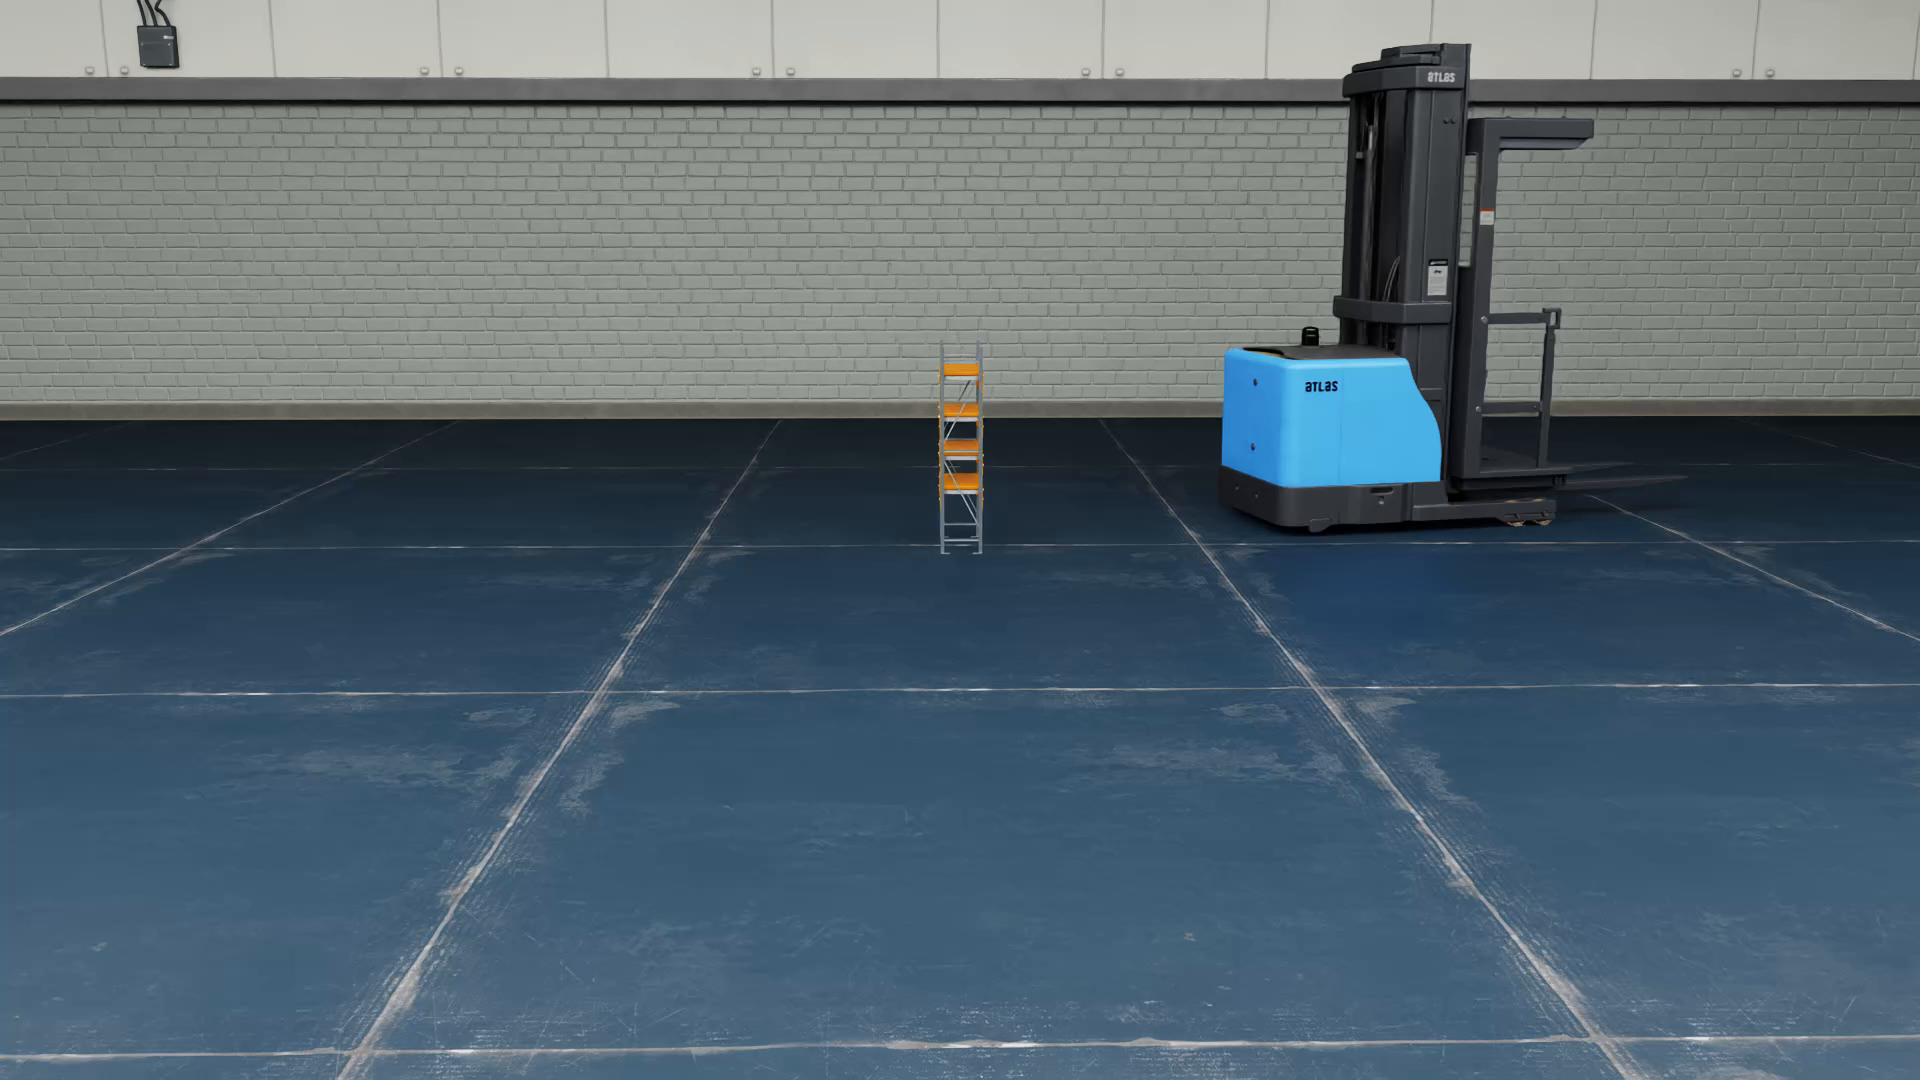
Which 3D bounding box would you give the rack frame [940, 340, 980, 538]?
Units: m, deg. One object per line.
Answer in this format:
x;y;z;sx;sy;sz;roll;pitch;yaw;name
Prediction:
-0.002;-0.604;10.017;0.240;1.200;0.015;0;11;-1;rack frame

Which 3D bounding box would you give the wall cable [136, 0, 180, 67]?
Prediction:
-6.192;-7.199;14.359;2.305;6.003;0.169;0;11;-1;wall cable

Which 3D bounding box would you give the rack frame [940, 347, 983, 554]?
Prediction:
0.008;-0.507;9.539;0.240;1.200;0.015;0;11;-1;rack frame

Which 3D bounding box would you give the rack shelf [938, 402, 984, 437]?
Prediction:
0.003;-0.708;9.747;0.258;0.148;0.480;0;11;-1;rack shelf

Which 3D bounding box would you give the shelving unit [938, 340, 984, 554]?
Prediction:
0.003;-0.555;9.778;0.258;1.200;0.503;0;11;-1;shelving unit

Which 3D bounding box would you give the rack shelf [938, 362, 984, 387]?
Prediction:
0.003;-0.940;9.699;0.258;0.148;0.480;0;11;-1;rack shelf

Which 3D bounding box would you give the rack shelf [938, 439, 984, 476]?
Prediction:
0.003;-0.489;9.791;0.258;0.148;0.480;0;11;-1;rack shelf

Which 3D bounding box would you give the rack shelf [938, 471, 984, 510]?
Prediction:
0.003;-0.295;9.830;0.258;0.148;0.480;0;11;-1;rack shelf

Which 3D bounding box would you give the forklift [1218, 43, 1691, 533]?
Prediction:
3.280;-1.619;10.667;3.031;2.935;1.130;-3;12;-14;forklift
